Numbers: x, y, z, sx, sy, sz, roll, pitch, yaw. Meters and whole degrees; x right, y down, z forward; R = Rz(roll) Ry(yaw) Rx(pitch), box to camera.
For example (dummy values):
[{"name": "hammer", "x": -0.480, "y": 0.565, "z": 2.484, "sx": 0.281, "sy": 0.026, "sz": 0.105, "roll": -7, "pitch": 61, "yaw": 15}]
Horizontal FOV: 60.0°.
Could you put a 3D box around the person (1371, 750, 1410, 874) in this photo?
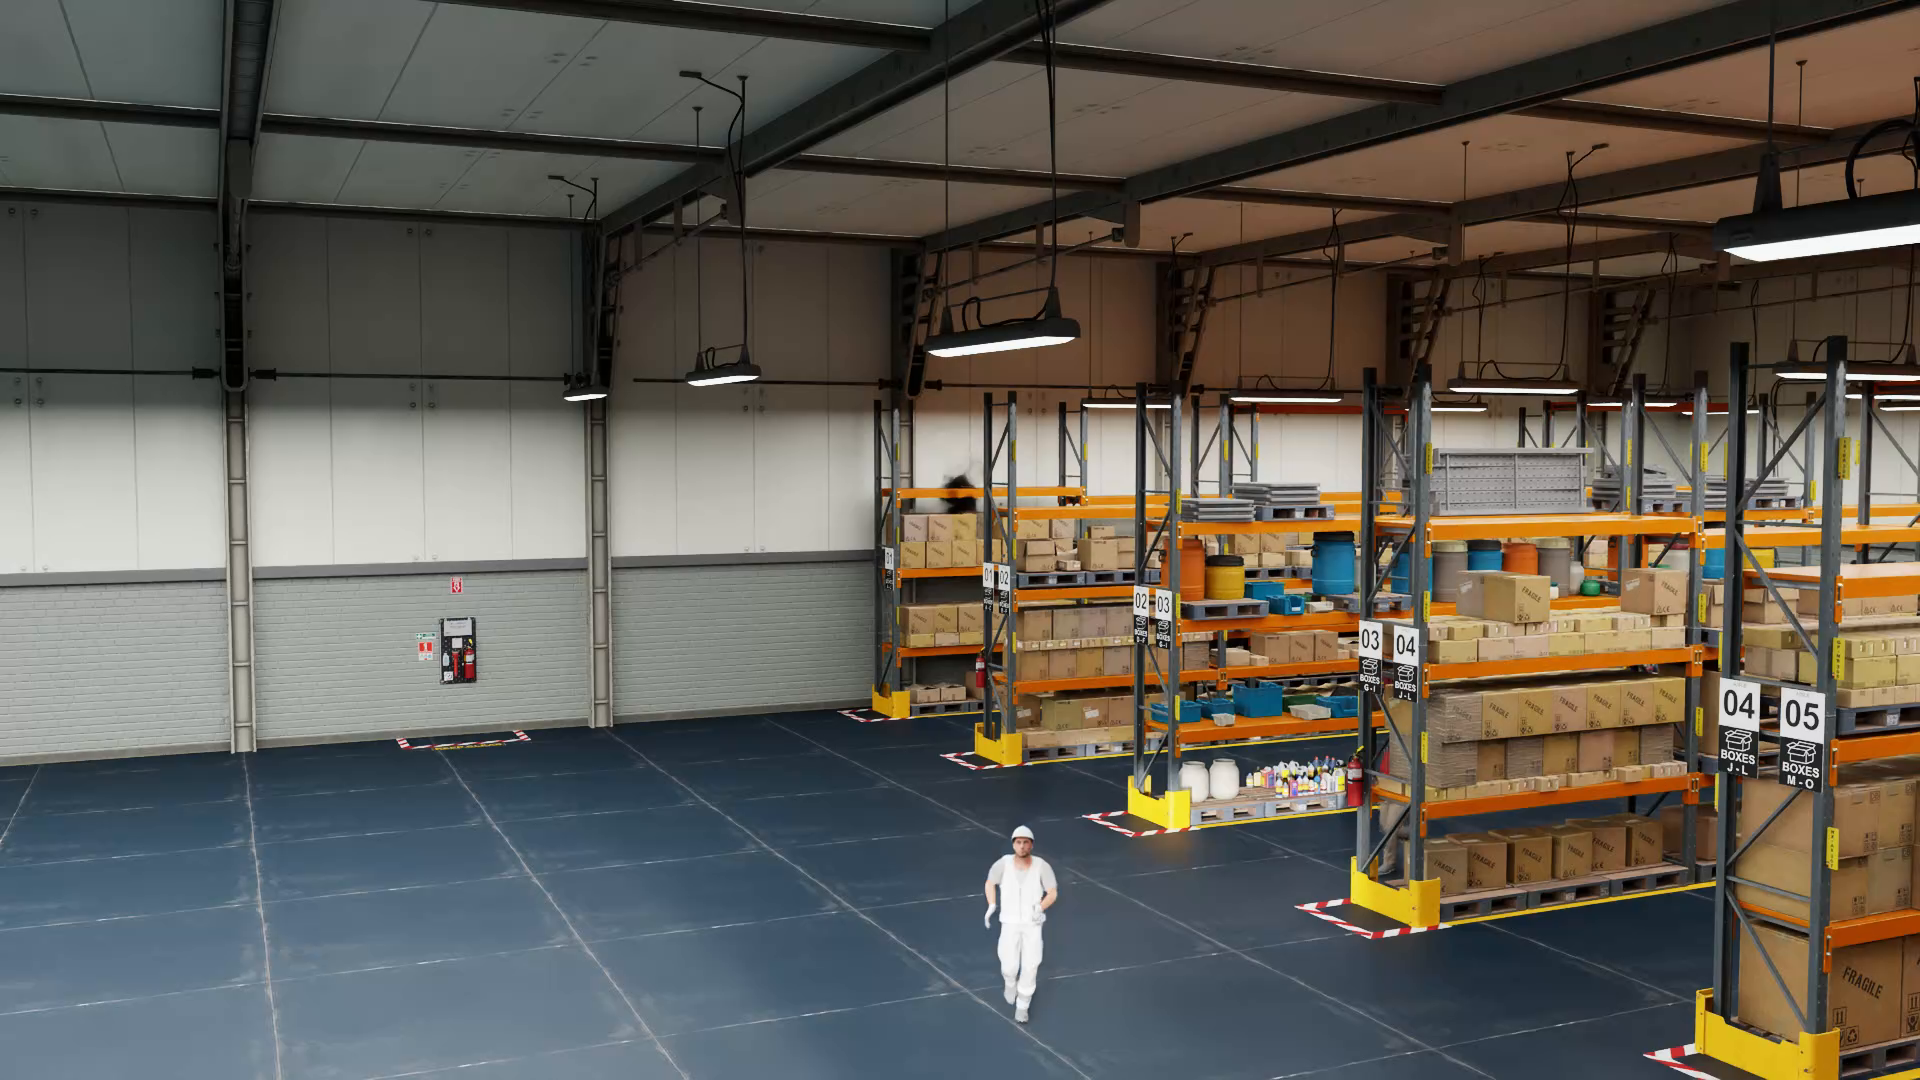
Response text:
[{"name": "person", "x": 5.326, "y": 3.158, "z": 20.124, "sx": 0.816, "sy": 1.717, "sz": 0.663, "roll": -2, "pitch": 4, "yaw": -29}]

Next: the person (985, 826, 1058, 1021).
[{"name": "person", "x": 0.545, "y": 3.428, "z": 14.834, "sx": 0.653, "sy": 1.742, "sz": 0.587, "roll": 0, "pitch": 3, "yaw": 4}]
